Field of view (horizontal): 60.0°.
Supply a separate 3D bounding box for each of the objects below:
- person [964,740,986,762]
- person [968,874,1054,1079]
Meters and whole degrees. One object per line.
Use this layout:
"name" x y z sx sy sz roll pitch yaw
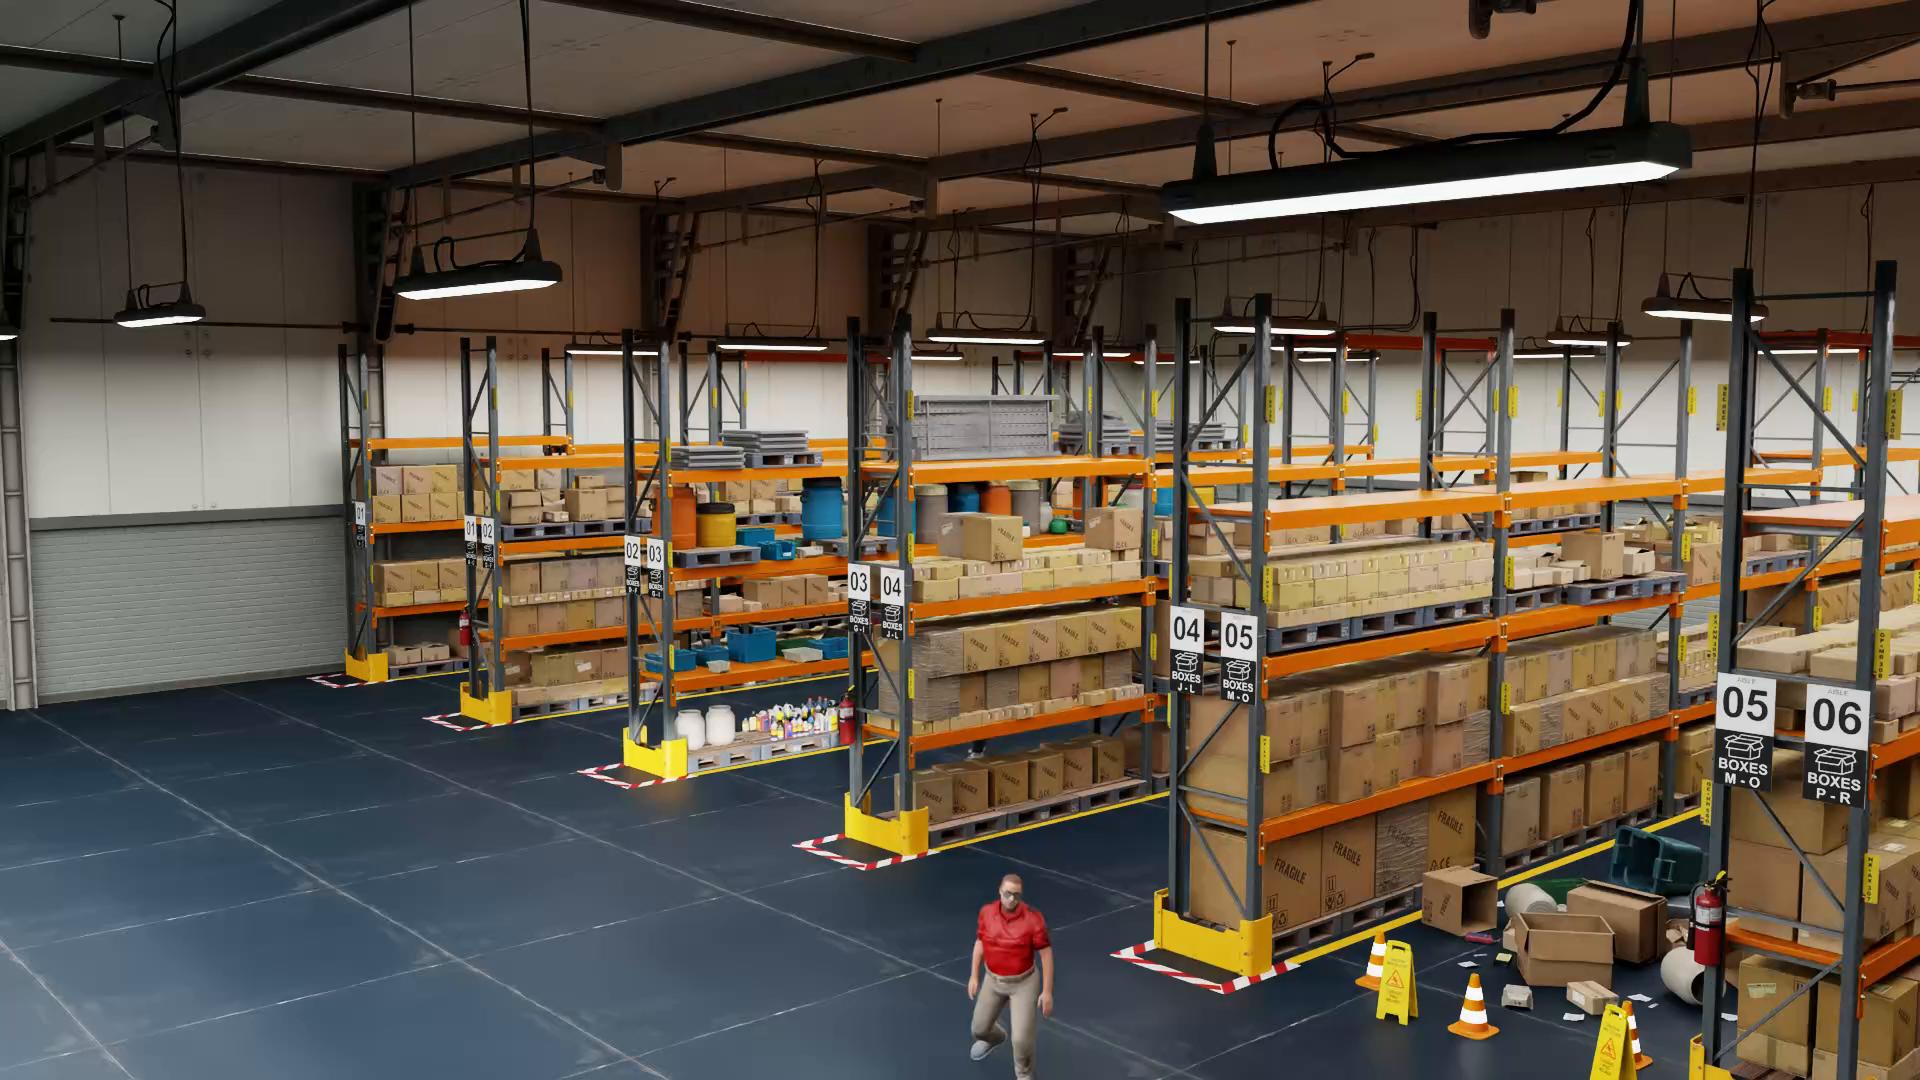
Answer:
"person" 0.157 2.125 21.935 0.418 1.617 0.521 -1 5 -9
"person" 0.387 3.231 12.373 0.797 1.652 0.673 2 5 20
